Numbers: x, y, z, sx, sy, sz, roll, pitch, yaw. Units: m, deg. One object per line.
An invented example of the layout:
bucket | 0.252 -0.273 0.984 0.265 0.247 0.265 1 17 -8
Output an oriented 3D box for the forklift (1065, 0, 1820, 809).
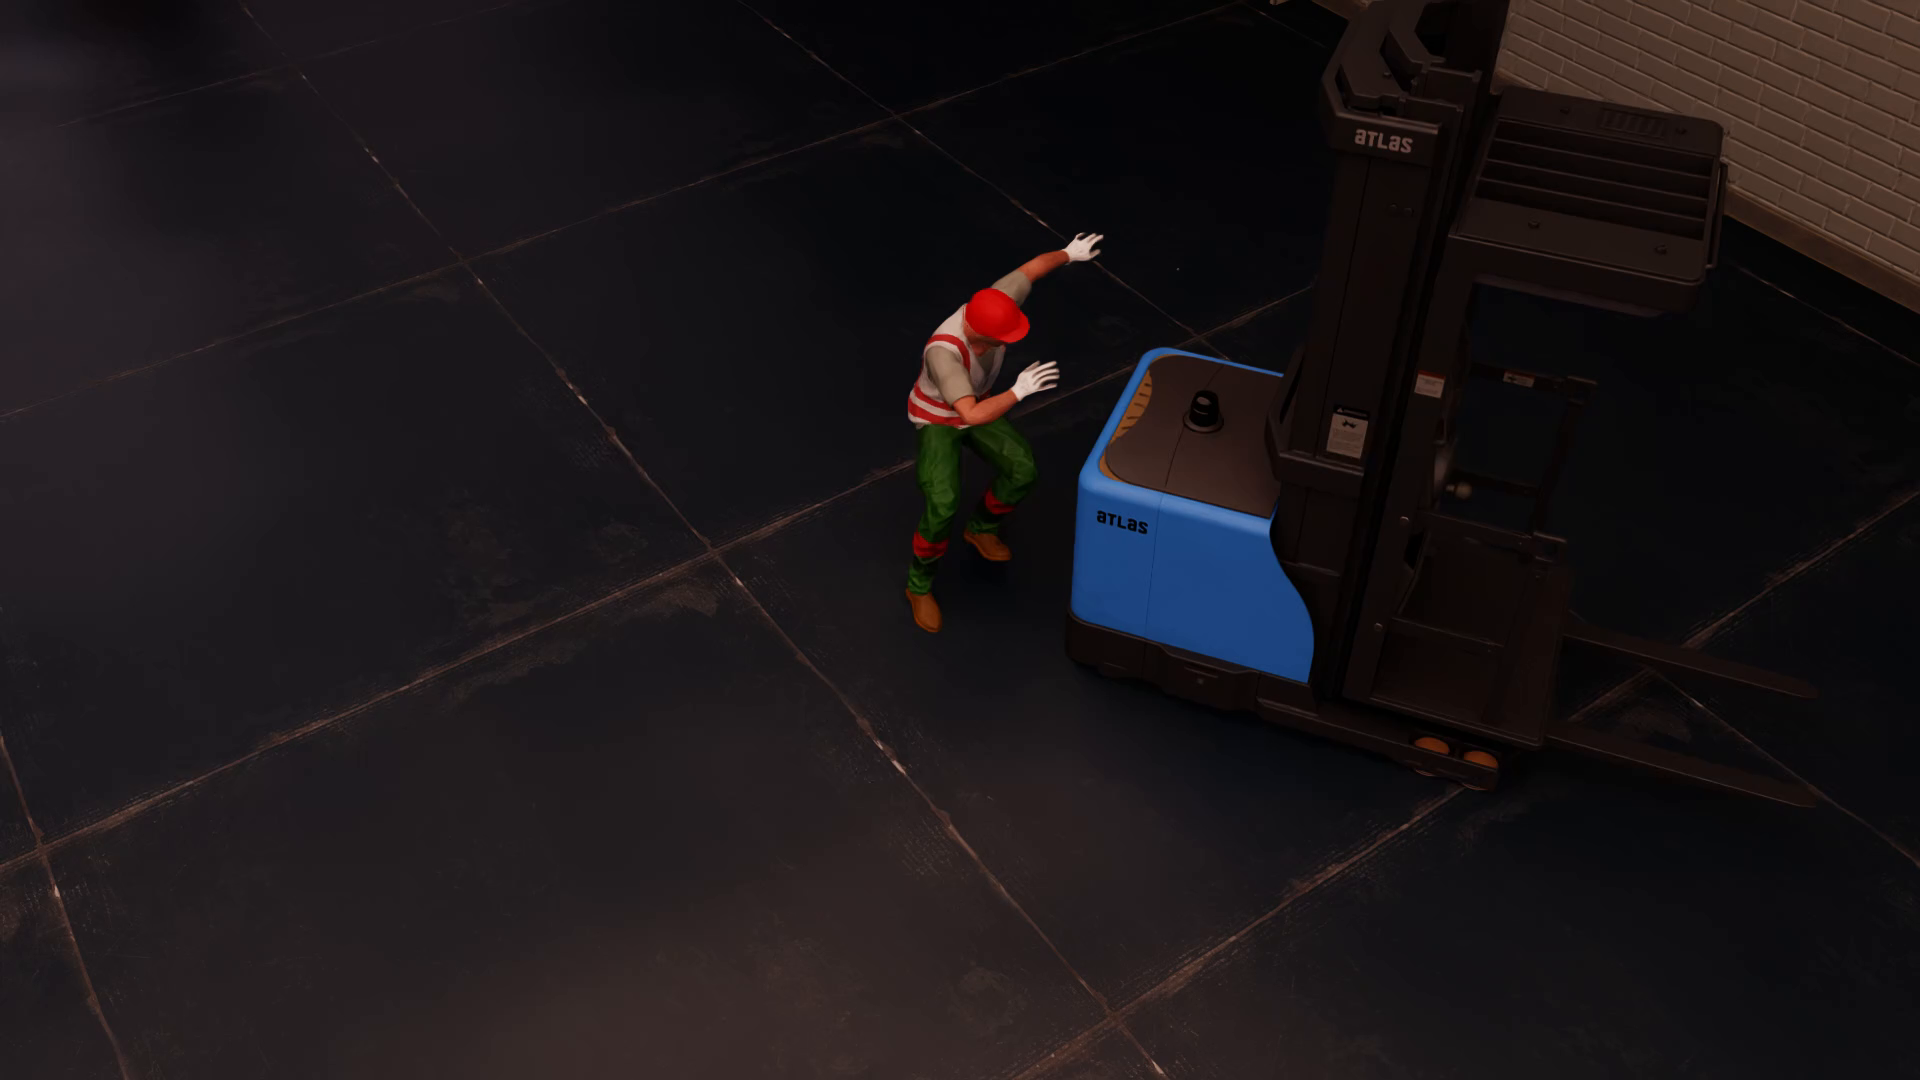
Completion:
forklift | 2.027 -0.470 6.225 3.031 2.935 1.130 15 45 16

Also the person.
person | 0.204 -0.584 7.454 0.756 1.455 1.489 33 52 31
